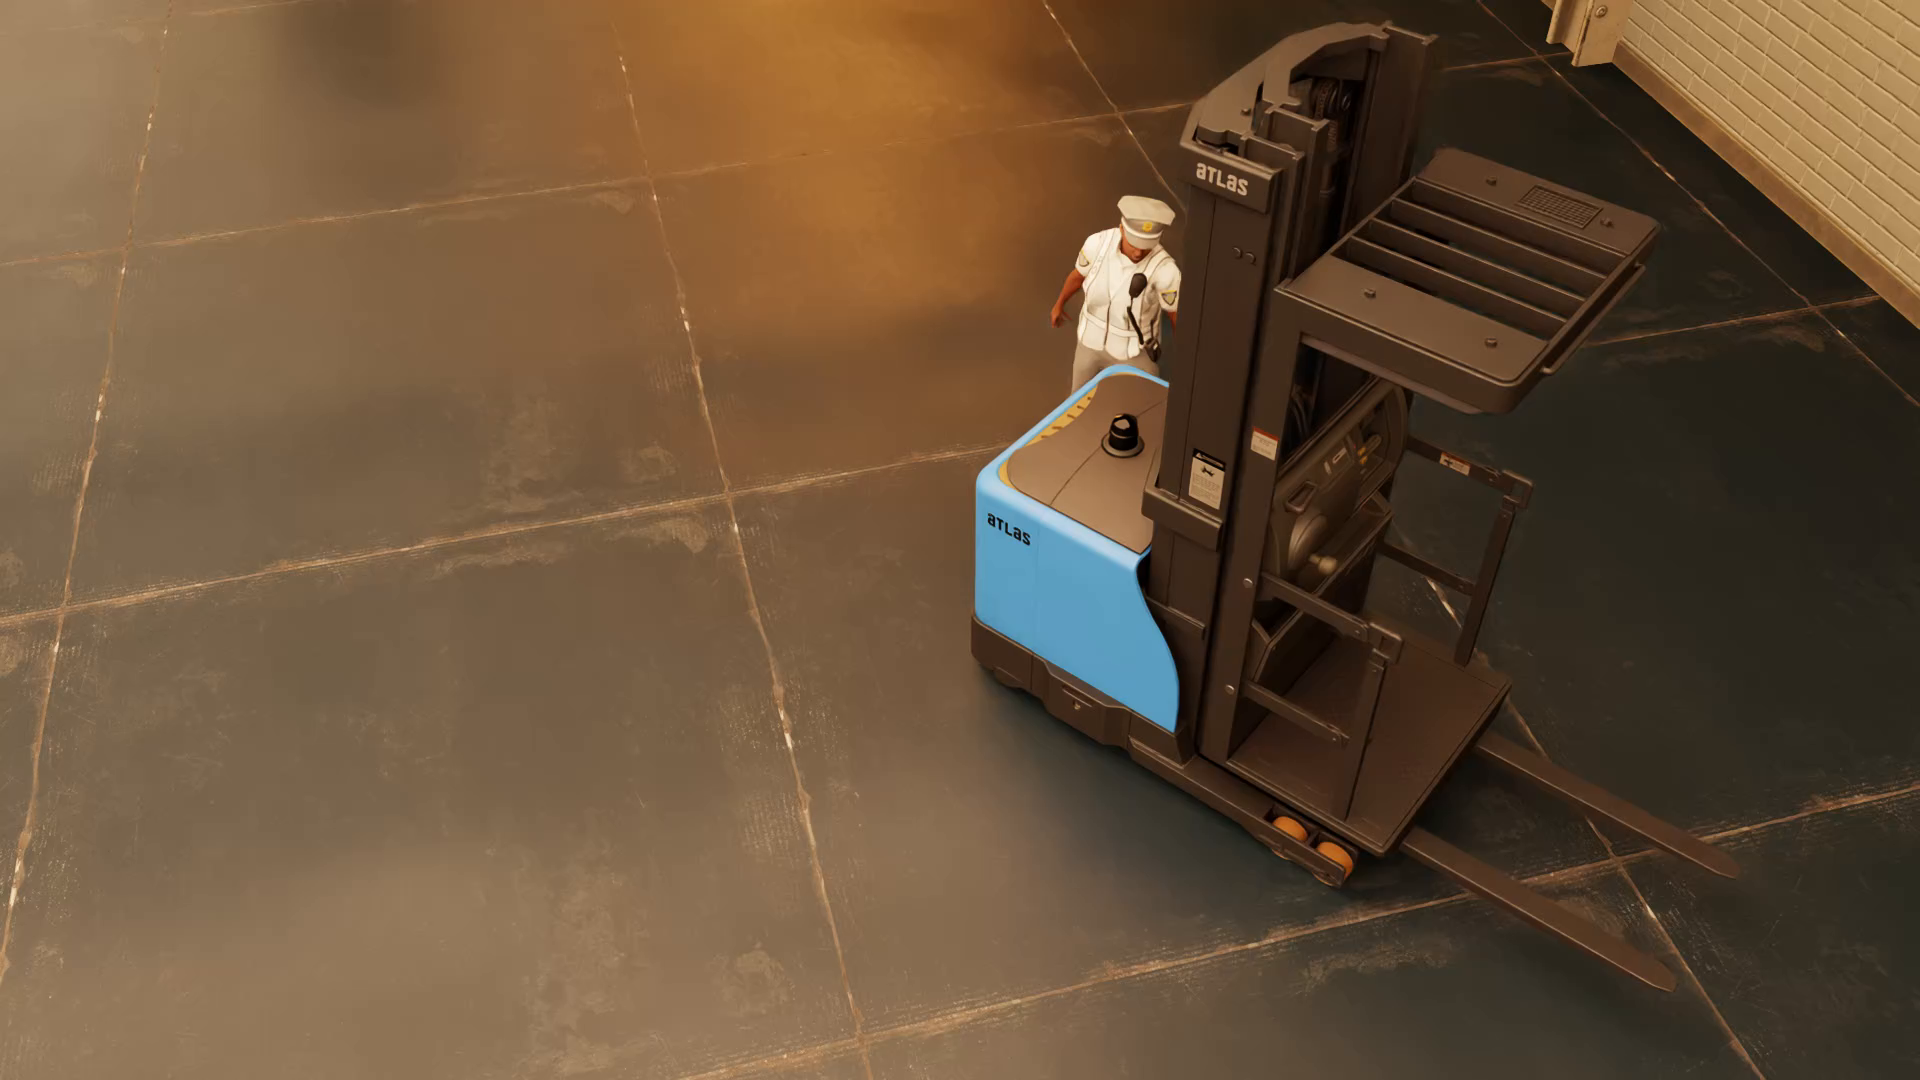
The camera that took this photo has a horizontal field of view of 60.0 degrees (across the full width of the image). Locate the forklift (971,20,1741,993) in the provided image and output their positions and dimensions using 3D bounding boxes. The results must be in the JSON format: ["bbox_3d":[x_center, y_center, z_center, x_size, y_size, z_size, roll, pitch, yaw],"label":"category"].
[{"bbox_3d":[1.512,-0.159,5.813,3.031,2.935,1.130,29,51,27],"label":"forklift"}]

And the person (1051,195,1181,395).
[{"bbox_3d":[0.751,-0.890,7.588,0.814,1.642,0.444,25,49,24],"label":"person"}]
